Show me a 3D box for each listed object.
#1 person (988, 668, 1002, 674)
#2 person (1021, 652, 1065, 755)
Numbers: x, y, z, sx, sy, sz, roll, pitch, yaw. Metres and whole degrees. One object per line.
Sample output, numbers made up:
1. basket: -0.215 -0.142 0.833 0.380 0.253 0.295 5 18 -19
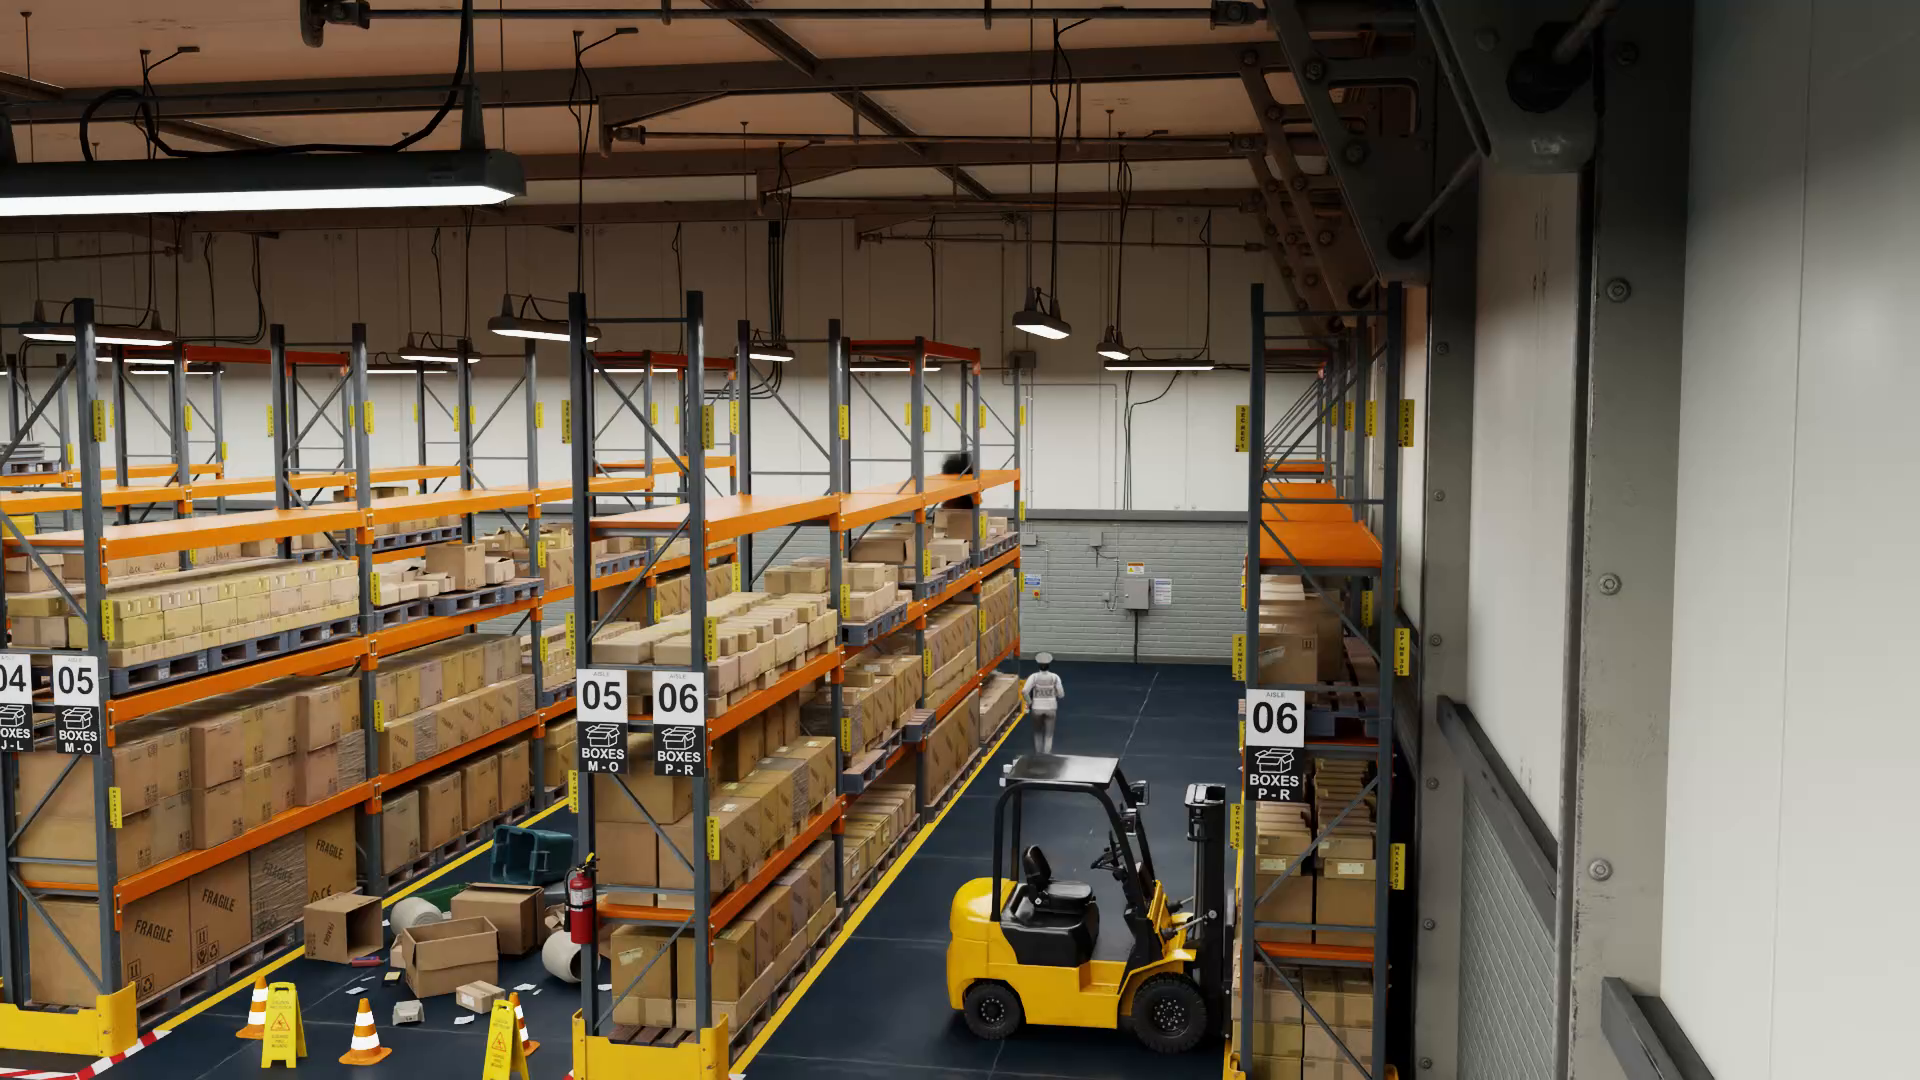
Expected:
1. person: 0.600 1.963 29.586 0.562 1.659 0.766 3 5 31
2. person: 1.167 2.439 23.288 0.596 1.740 0.720 1 5 7
